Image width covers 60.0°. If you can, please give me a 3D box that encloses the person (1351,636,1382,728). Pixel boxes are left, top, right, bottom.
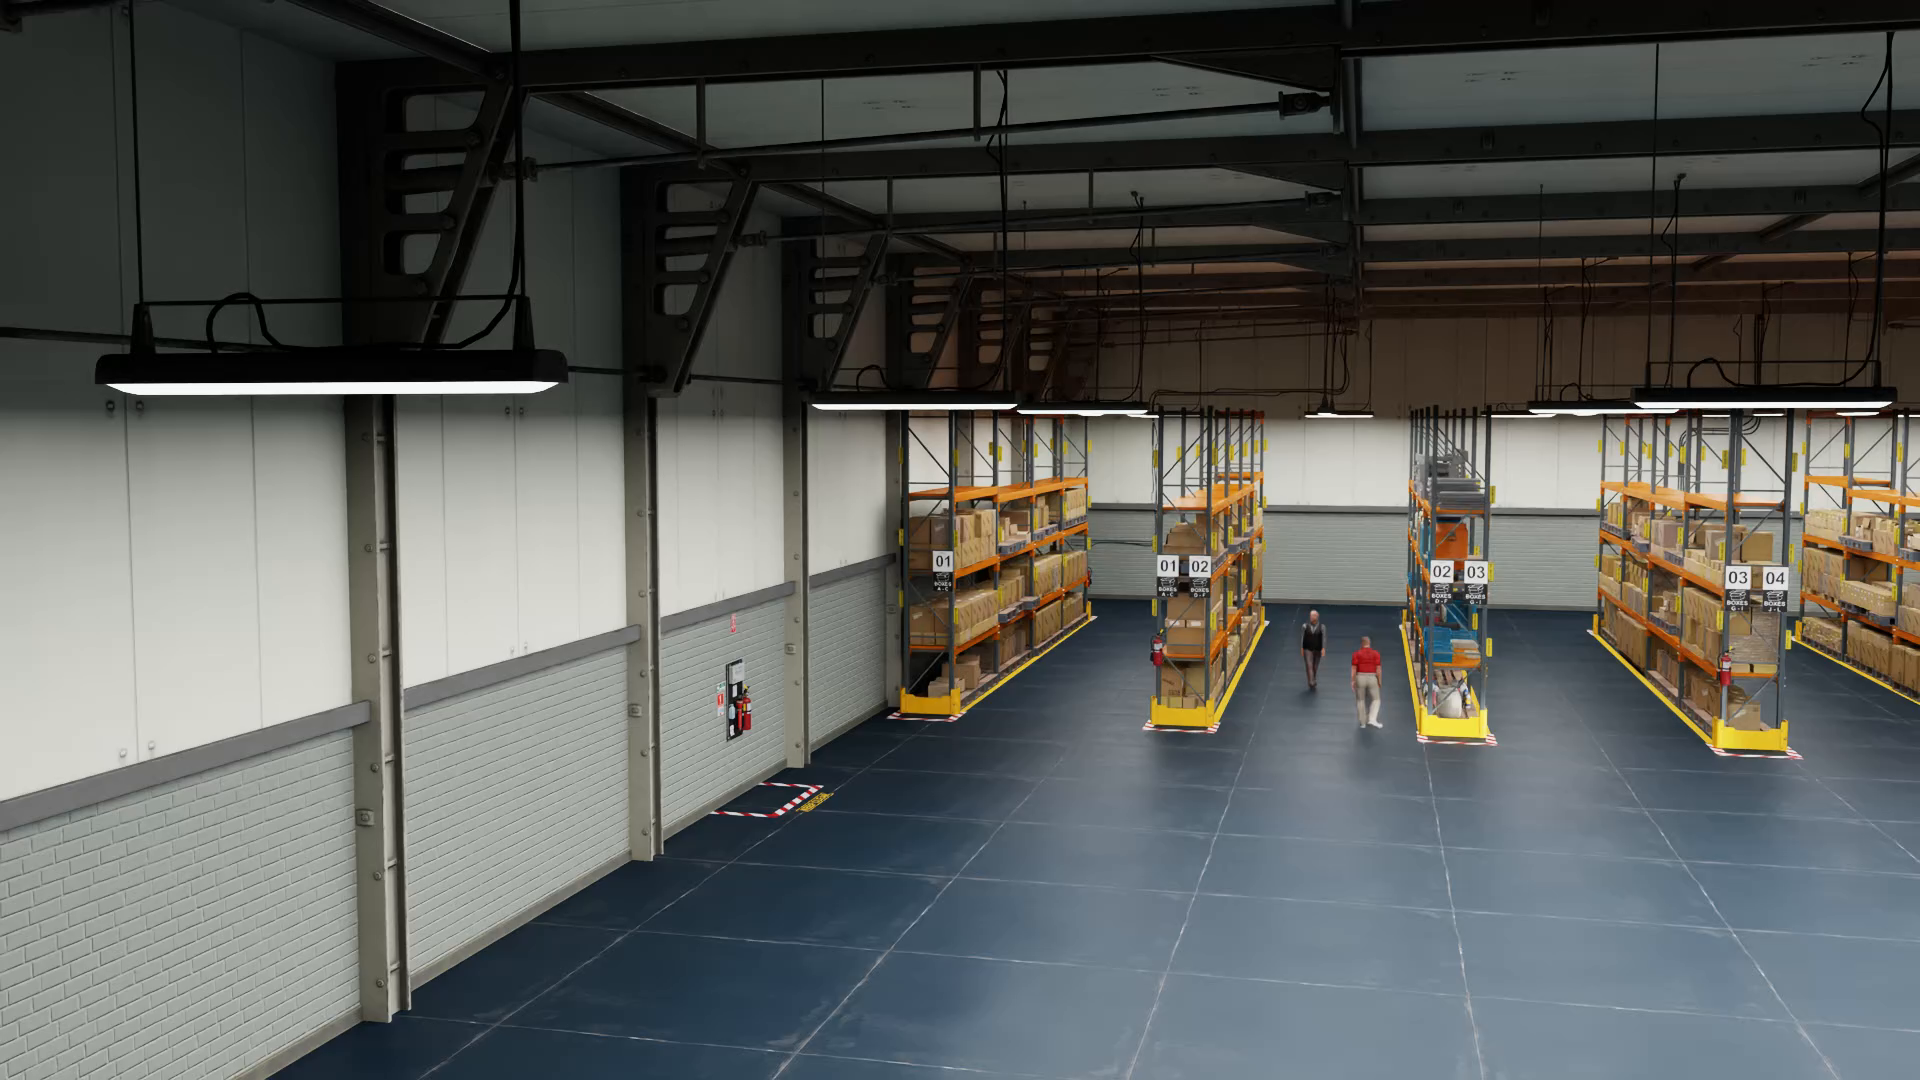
[{"bbox_3d":[7.561,2.648,30.922,0.579,1.723,0.544,1,4,12],"label":"person"}]

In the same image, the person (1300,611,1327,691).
[{"bbox_3d":[7.525,2.332,35.346,0.509,1.655,1.103,0,4,-2],"label":"person"}]
